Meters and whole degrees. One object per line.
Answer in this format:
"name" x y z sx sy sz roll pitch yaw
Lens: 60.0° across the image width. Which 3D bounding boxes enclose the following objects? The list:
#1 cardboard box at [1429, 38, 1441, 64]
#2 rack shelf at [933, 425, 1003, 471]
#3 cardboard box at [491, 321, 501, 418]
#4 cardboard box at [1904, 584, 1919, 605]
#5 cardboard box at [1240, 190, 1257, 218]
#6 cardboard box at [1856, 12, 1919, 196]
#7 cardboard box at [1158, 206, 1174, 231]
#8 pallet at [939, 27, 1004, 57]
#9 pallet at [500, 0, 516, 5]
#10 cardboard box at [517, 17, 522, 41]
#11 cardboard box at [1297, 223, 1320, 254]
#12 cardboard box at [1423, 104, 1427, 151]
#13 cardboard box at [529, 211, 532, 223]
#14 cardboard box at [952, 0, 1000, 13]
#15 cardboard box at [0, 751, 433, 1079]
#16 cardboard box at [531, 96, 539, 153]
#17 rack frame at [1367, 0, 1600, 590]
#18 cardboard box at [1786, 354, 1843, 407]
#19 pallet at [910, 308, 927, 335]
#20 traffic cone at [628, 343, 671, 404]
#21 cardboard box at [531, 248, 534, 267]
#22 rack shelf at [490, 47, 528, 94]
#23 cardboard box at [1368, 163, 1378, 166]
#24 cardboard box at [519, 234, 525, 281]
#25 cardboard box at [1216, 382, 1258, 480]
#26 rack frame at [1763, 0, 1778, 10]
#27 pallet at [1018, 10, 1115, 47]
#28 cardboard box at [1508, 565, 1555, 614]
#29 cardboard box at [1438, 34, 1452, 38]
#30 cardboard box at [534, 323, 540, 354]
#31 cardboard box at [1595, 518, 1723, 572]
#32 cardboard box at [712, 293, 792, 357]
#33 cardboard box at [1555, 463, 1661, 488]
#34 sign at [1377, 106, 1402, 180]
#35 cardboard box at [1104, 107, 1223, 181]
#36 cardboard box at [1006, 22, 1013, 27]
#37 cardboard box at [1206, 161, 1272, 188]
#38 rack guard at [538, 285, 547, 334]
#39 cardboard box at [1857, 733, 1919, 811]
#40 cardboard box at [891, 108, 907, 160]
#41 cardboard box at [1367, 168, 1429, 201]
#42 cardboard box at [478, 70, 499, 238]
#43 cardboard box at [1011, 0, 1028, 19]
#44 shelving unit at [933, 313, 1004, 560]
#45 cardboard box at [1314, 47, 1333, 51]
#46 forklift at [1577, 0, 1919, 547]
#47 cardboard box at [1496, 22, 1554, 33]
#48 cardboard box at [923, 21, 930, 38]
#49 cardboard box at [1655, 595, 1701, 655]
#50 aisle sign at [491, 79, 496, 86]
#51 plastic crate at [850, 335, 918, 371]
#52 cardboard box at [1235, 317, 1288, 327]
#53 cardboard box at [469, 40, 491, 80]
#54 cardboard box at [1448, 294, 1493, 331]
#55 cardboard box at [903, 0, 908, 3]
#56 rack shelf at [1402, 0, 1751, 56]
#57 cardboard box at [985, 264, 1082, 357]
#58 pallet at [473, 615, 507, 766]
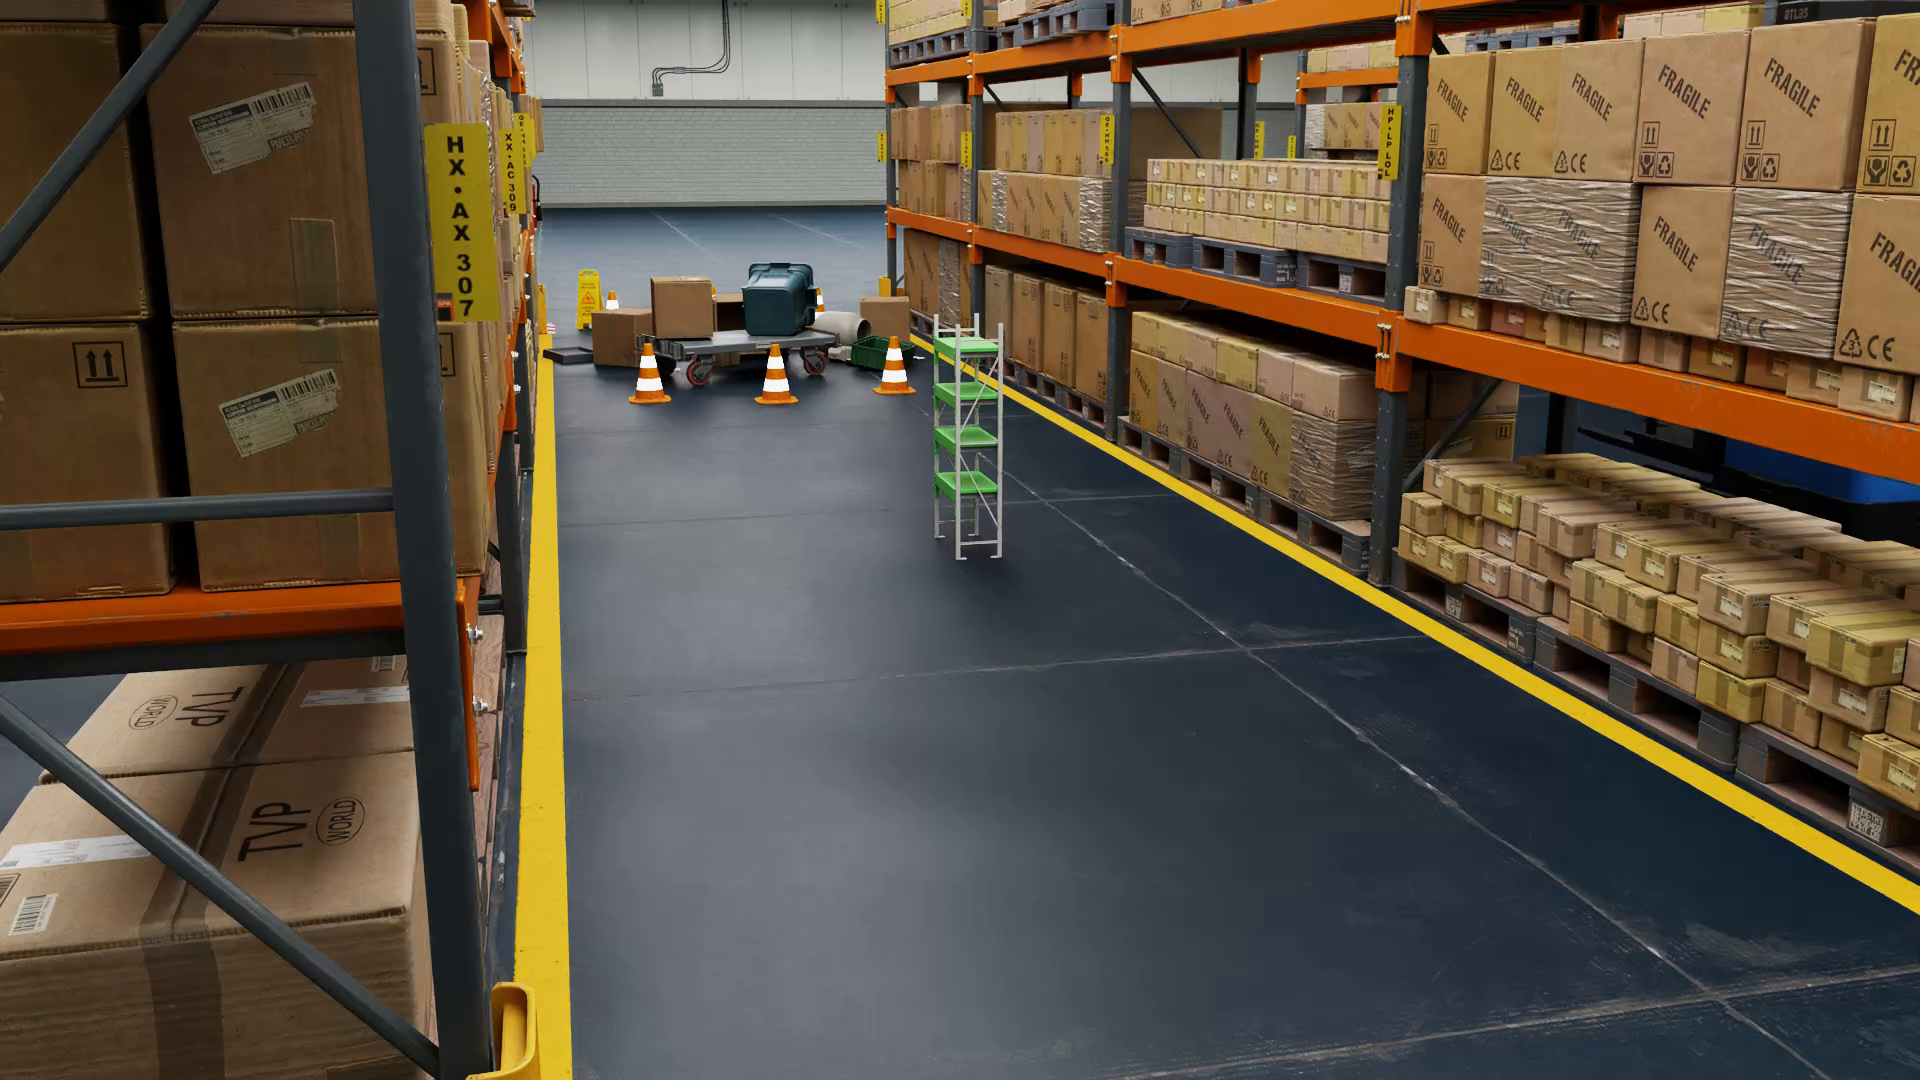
"cardboard box" 4.969 -4.957 16.890 0.500 0.250 0.500 -3 14 -12
"rack shelf" 0.039 -0.483 8.644 0.258 0.148 0.480 -3 14 -13
"cardboard box" -1.588 -0.563 4.702 0.500 0.500 0.500 -3 14 -11
"cardboard box" 3.367 0.238 5.500 0.380 0.149 0.250 -4 14 -16
"cardboard box" 1.826 -1.929 9.522 0.380 0.149 0.250 -3 14 -11
"cardboard box" 2.947 -1.226 4.683 0.500 0.500 0.500 -4 14 -15
"cardboard box" 1.508 -2.090 10.807 0.380 0.149 0.250 -3 14 -10
"pallet" 0.415 -4.711 15.755 1.003 0.211 1.213 -3 14 -13
"pallet" -2.783 -2.847 8.339 1.003 0.211 1.213 -3 14 -11
"cardboard box" -4.263 -4.688 15.166 0.500 0.250 0.500 -3 14 -13
"cardboard box" 2.013 -1.600 8.799 0.380 0.149 0.250 -4 14 -16
"cardboard box" 4.950 -4.243 17.030 0.500 0.500 0.500 -3 14 -13
"cardboard box" -4.244 -3.072 15.712 0.380 0.149 0.250 -3 14 -13
"cardboard box" 0.232 -4.988 15.297 0.500 0.250 0.500 -3 14 -14
"cardboard box" -1.625 0.854 3.625 0.875 0.438 0.875 -4 14 -15
"cardboard box" -4.274 -3.837 15.368 0.700 0.500 0.500 -4 14 -14
"rack frame" 2.476 -1.262 7.772 1.000 3.000 0.127 -3 14 -13
"cardboard box" 2.853 -0.513 5.236 0.380 0.149 0.250 -4 14 -16
"pallet" -0.079 -2.495 18.697 1.003 0.211 1.213 -3 14 -13
"traffic cone" -2.539 -1.368 13.551 0.336 0.463 0.334 -3 14 -13
"cardboard box" -4.038 -2.539 14.962 0.380 0.149 0.250 -3 14 -12
"rack shelf" -4.661 -4.377 15.719 1.077 0.370 4.000 -3 14 -13
"cardboard box" 2.526 -2.048 9.379 0.380 0.149 0.250 -3 14 -11
"cardboard box" -2.745 -1.593 9.445 0.500 0.250 0.500 -3 14 -12
"cardboard box" 1.821 -0.645 9.630 0.500 0.500 0.500 -4 14 -14
"rack frame" 6.381 -5.352 11.873 1.000 3.000 0.127 -3 14 -13
"pallet" 1.068 -3.953 12.866 1.003 0.211 1.213 -3 14 -11
"cardboard box" 2.529 0.193 6.941 0.380 0.149 0.250 -4 14 -14
"cardboard box" 4.968 -5.117 16.708 0.380 0.149 0.250 -4 14 -16
"cardboard box" -4.067 -1.828 14.996 0.500 0.250 0.500 -4 14 -16
"cardboard box" 2.678 0.024 6.377 0.380 0.149 0.250 -4 14 -16
"cardboard box" -2.029 -2.105 16.196 0.797 0.637 0.503 -3 14 -13
"cardboard box" 2.911 -0.246 7.481 0.380 0.149 0.250 -3 14 -12
"sign" 1.937 -1.793 7.504 0.100 0.325 0.005 -3 14 -13
"cardboard box" 1.441 -2.823 11.844 0.700 0.500 0.500 -3 14 -13
"cardboard box" 0.663 -4.973 16.076 0.380 0.149 0.250 -4 14 -14
"cardboard box" 1.703 -2.196 9.986 0.380 0.149 0.250 -3 14 -11
"rack guard" -5.112 -2.499 18.103 1.175 0.500 0.348 -3 14 -13
"cardboard box" 2.930 0.678 4.952 0.380 0.149 0.250 -3 14 -11
"cardboard box" -0.293 -4.540 18.598 0.875 0.550 0.550 -3 14 -13
"cardboard box" 2.192 -1.715 8.016 0.380 0.149 0.250 -3 14 -11
"cardboard box" -1.693 -1.169 5.074 0.500 0.500 0.500 -3 14 -12
"cardboard box" 0.599 -4.442 13.902 0.250 0.149 0.380 -3 14 -13
"shelving unit" 0.039 -0.545 8.628 0.258 1.200 0.503 -3 14 -13
"cardboard box" 4.309 -5.720 19.174 0.380 0.149 0.250 -3 14 -12
"forklift" 4.704 -1.676 9.611 1.130 2.935 3.031 -3 14 -11
"cardboard box" 5.456 -4.958 15.477 0.797 0.503 0.637 -4 14 -16
"cardboard box" -0.159 -5.113 16.650 0.380 0.149 0.250 -3 14 -13
"cardboard box" 2.714 0.293 5.904 0.380 0.149 0.250 -3 14 -10
"aisle sign" -4.863 -5.024 17.694 0.394 0.787 0.004 -3 14 -13
"plastic crate" -0.717 -1.736 15.518 0.450 0.188 0.662 14 17 13
"cardboard box" 2.081 -1.280 10.646 0.500 0.250 0.500 -3 14 -12
"cardboard box" -1.930 -1.759 6.121 0.380 0.149 0.250 -4 14 -14
"cardboard box" 2.357 -1.001 7.232 0.380 0.149 0.250 -3 14 -12
"cardboard box" -0.397 -5.735 17.515 0.380 0.149 0.250 -3 14 -13
"rack shelf" 2.946 -1.908 5.613 1.077 0.370 4.000 -3 14 -13
"cardboard box" 0.830 -2.080 14.977 1.050 0.750 0.750 -3 14 -13
"pallet" -2.210 0.572 6.142 1.003 0.211 1.213 -3 14 -13
